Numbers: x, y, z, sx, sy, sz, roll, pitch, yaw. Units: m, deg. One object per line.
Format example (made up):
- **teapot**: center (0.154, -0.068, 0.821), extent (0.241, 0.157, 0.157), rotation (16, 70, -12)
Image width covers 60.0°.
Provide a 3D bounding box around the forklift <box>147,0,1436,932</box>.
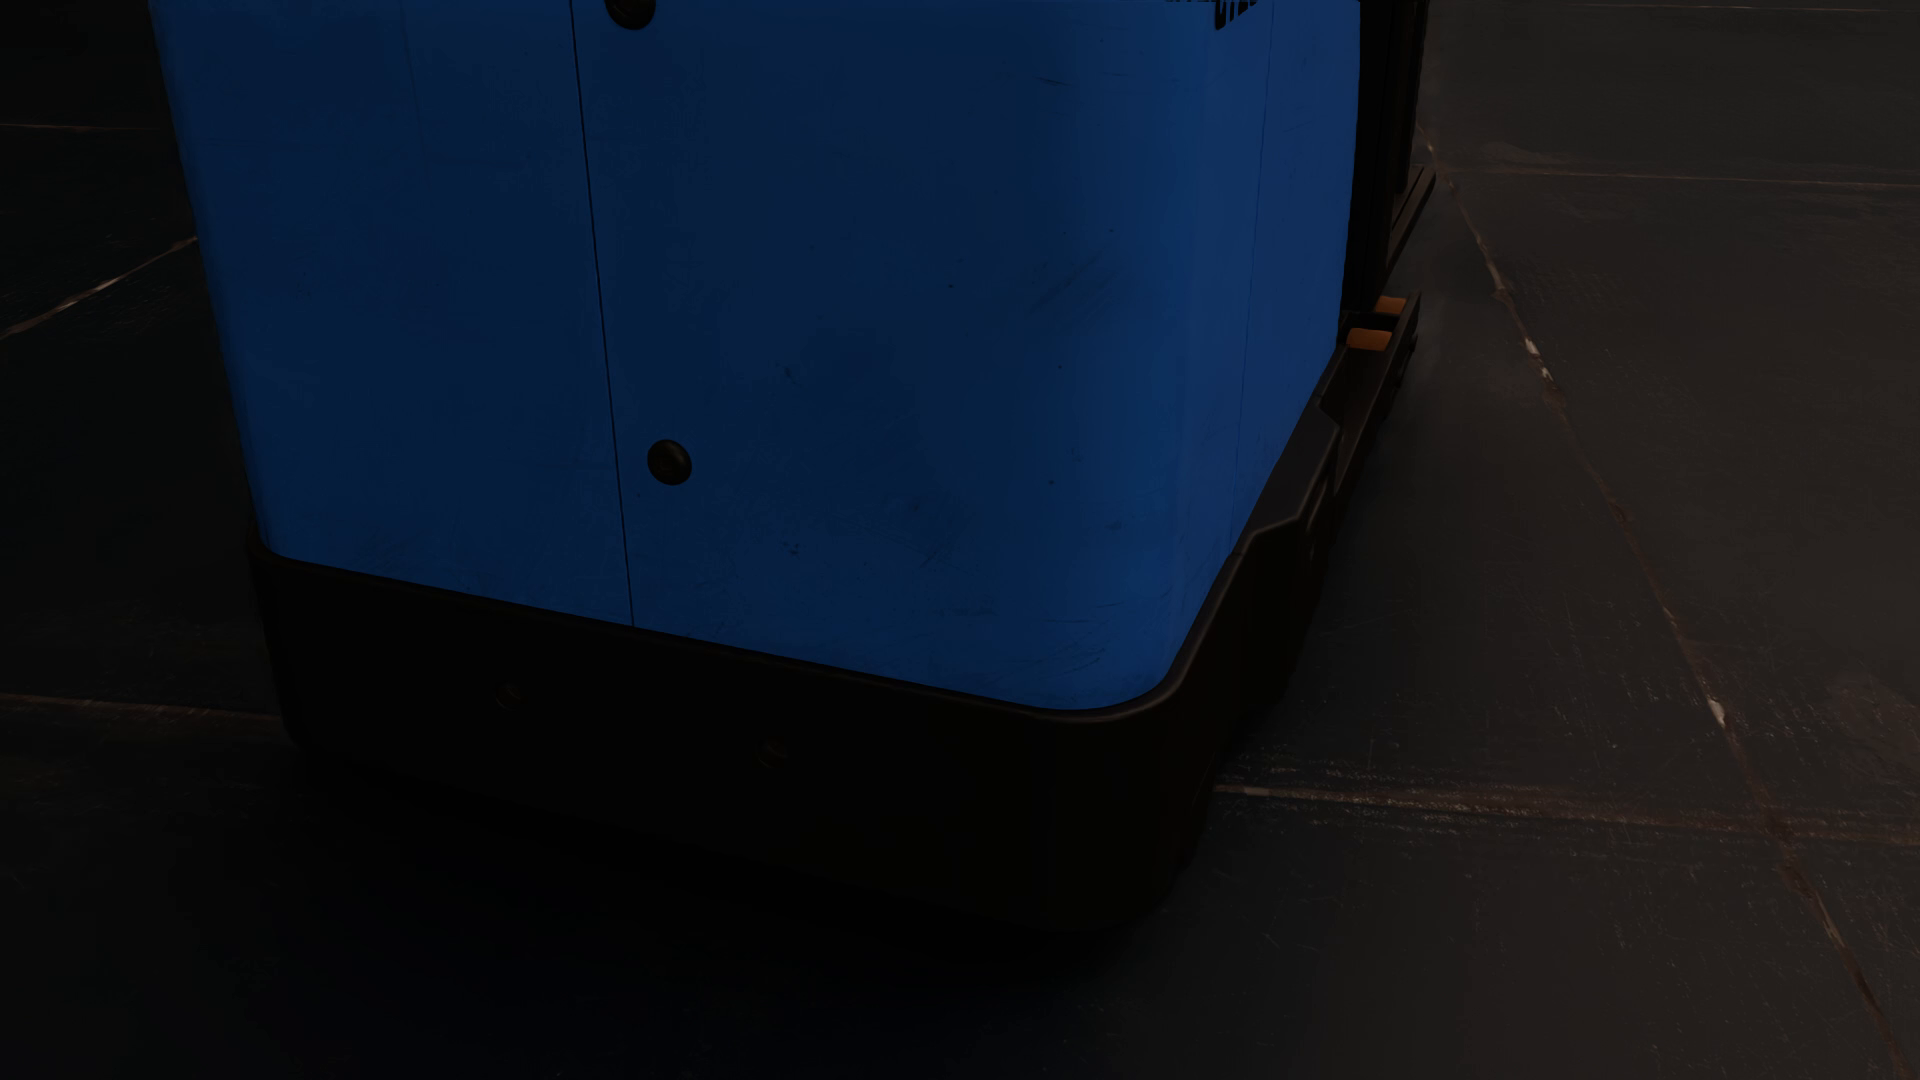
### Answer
- **forklift**: center (0.211, -1.573, 2.370), extent (1.130, 2.935, 3.031), rotation (10, 28, 18)
